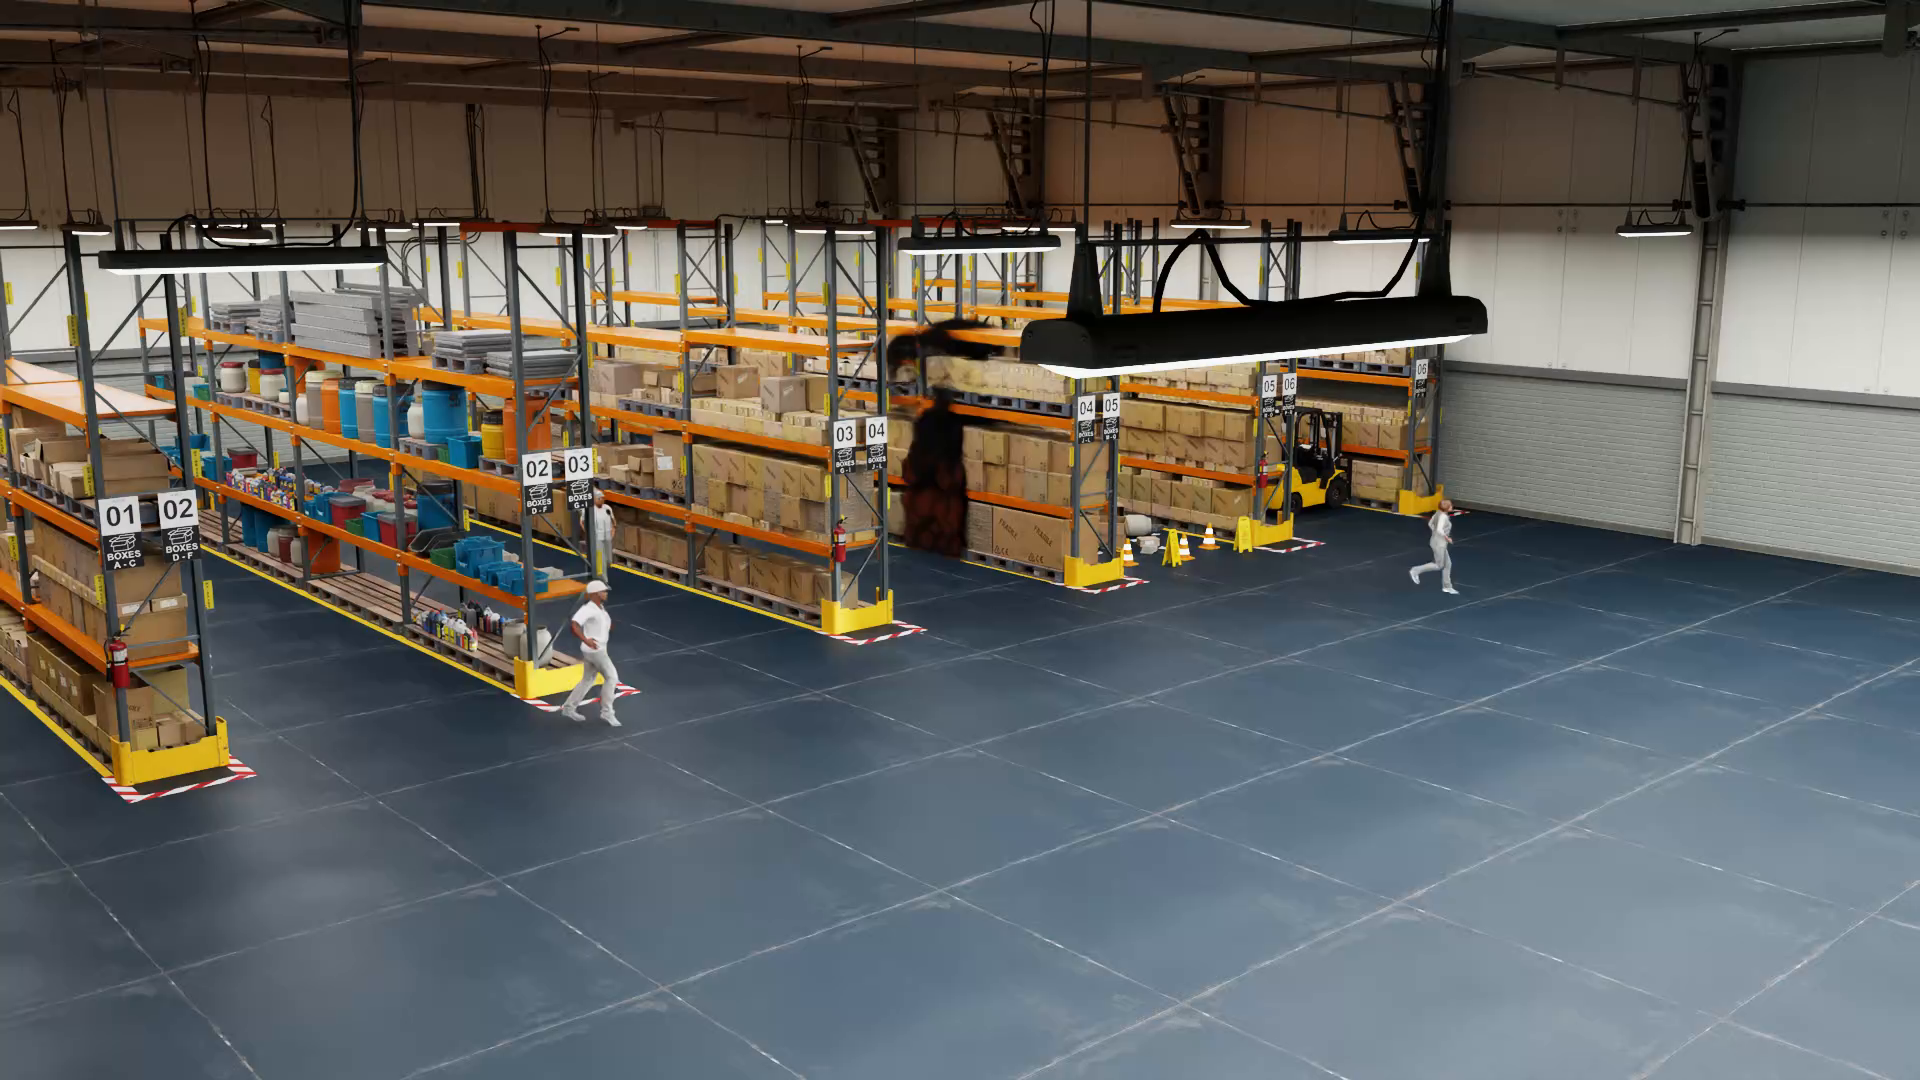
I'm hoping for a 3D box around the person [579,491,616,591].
[{"bbox_3d":[-6.044,-0.012,27.846,0.618,1.638,0.742,-9,14,-37],"label":"person"}]

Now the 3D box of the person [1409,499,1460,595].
[{"bbox_3d":[7.859,0.108,27.448,0.819,1.573,0.566,2,12,9],"label":"person"}]

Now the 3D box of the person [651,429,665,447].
[{"bbox_3d":[-6.225,-1.506,35.101,0.677,1.699,0.895,-9,15,-39],"label":"person"}]

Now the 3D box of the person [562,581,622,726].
[{"bbox_3d":[-4.601,1.394,20.654,0.734,1.779,0.745,-2,12,-10],"label":"person"}]

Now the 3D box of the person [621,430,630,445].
[{"bbox_3d":[-8.480,-2.843,41.872,0.639,1.649,0.615,-11,16,-42],"label":"person"}]
